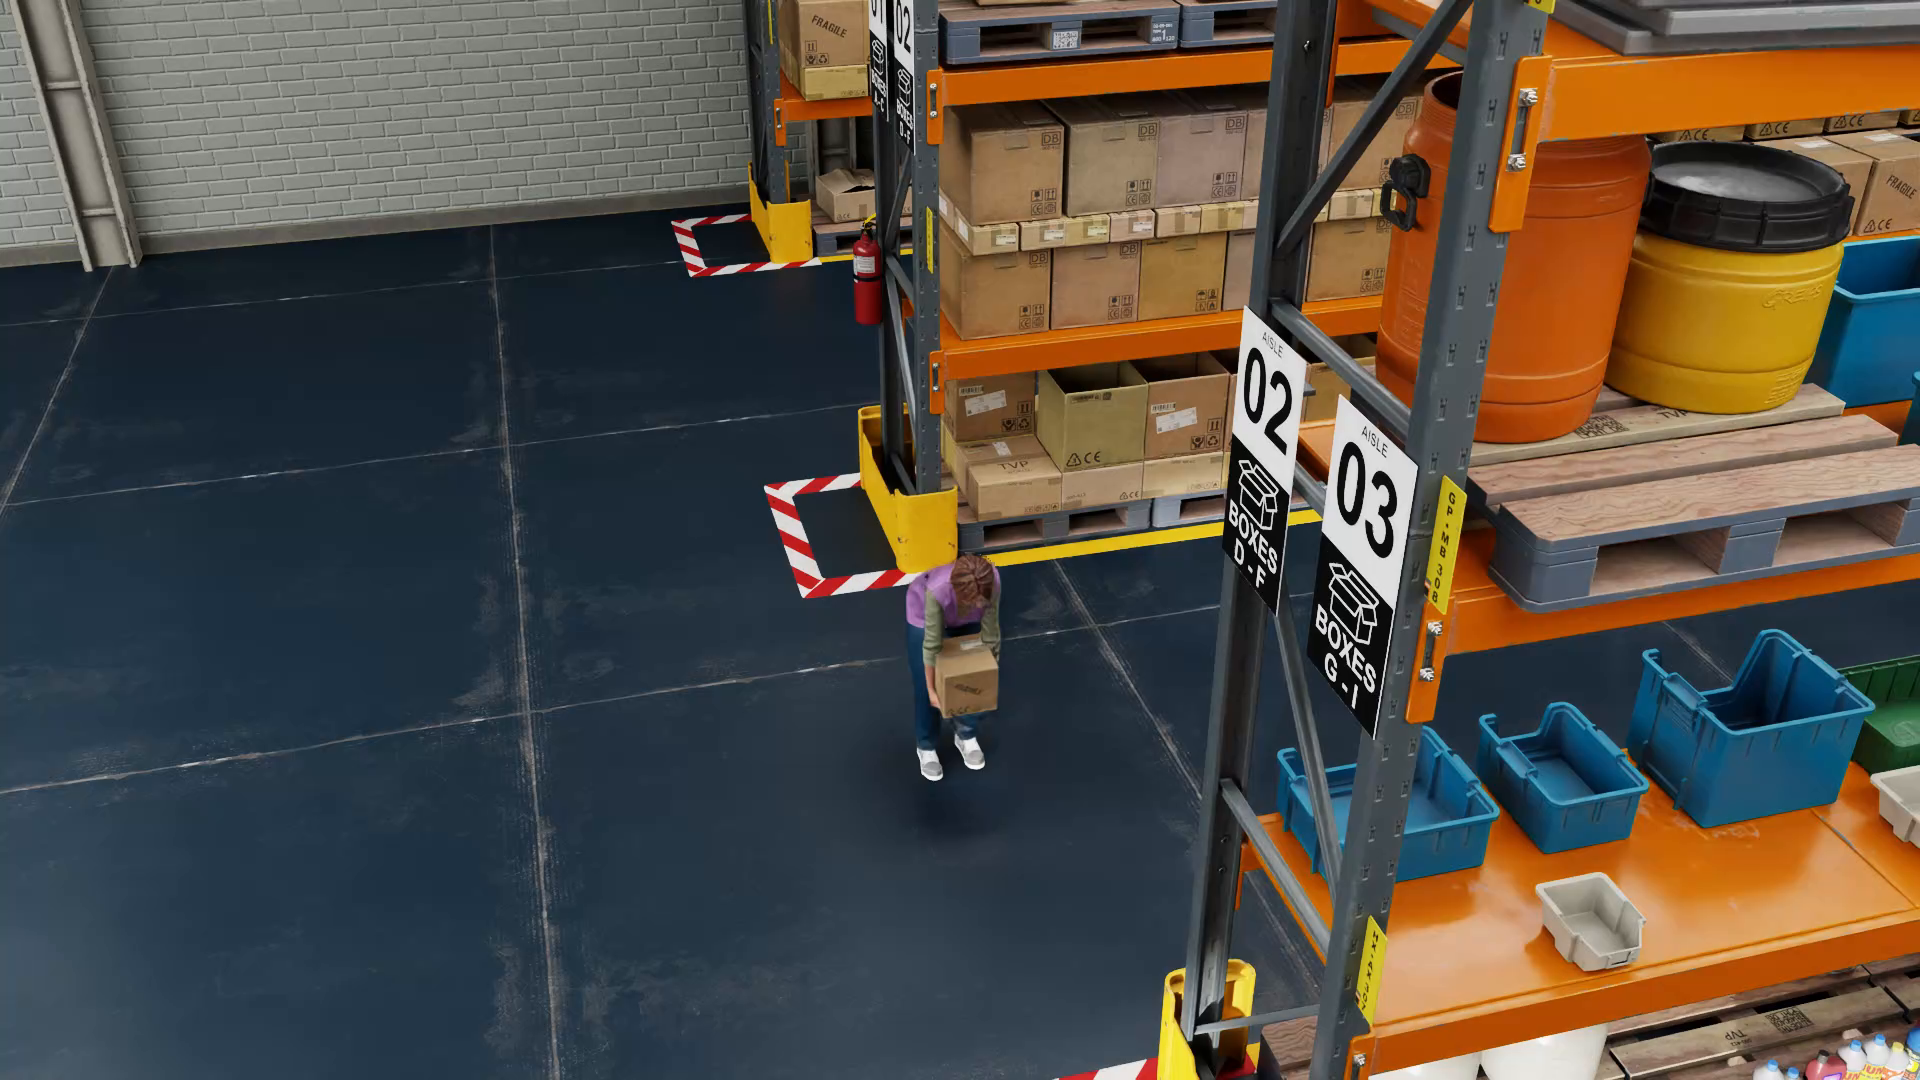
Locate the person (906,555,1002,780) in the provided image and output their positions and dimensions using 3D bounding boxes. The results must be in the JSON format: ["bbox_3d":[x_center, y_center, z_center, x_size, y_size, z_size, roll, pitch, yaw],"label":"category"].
[{"bbox_3d":[-0.016,0.551,7.552,0.374,1.356,0.737,-9,32,-14],"label":"person"}]
